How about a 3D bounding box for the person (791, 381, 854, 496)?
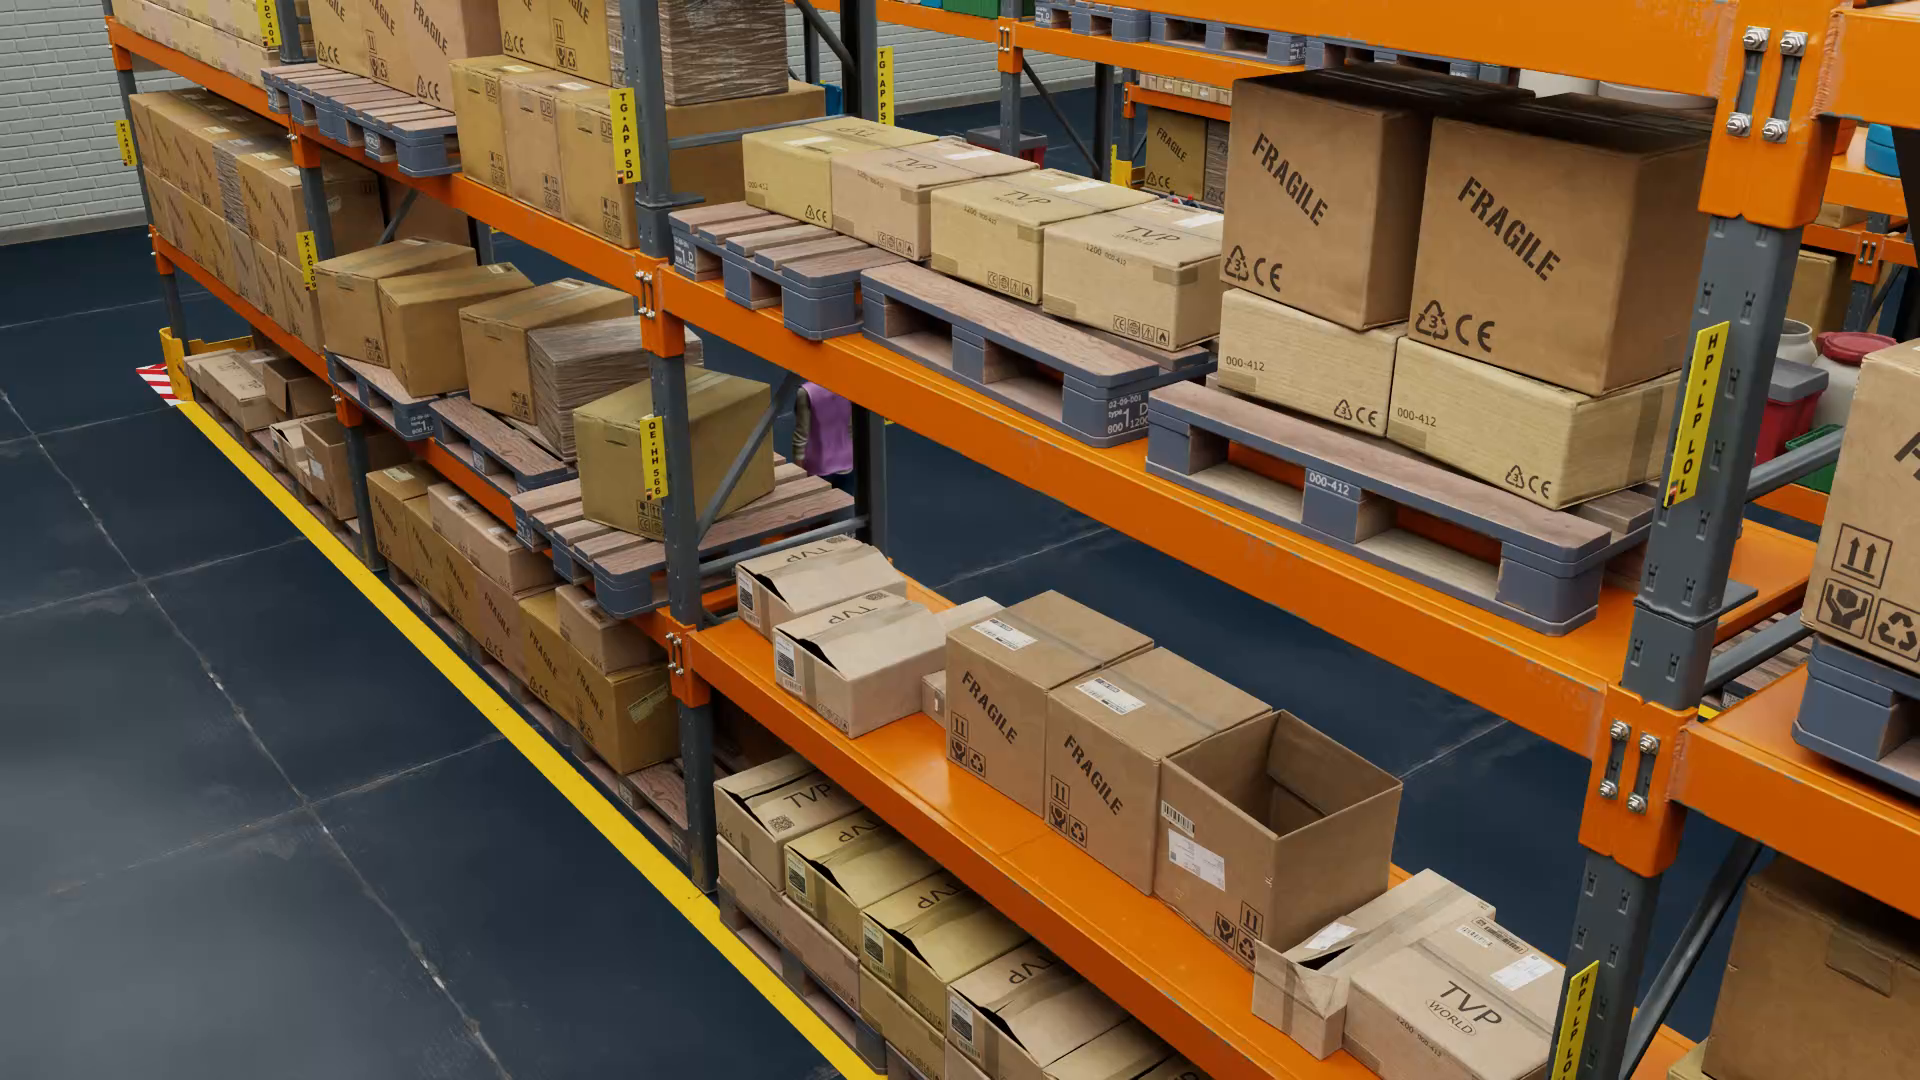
[{"bbox_3d":[-0.772,-0.389,9.476,0.406,1.614,0.313,-18,30,-33],"label":"person"}]
